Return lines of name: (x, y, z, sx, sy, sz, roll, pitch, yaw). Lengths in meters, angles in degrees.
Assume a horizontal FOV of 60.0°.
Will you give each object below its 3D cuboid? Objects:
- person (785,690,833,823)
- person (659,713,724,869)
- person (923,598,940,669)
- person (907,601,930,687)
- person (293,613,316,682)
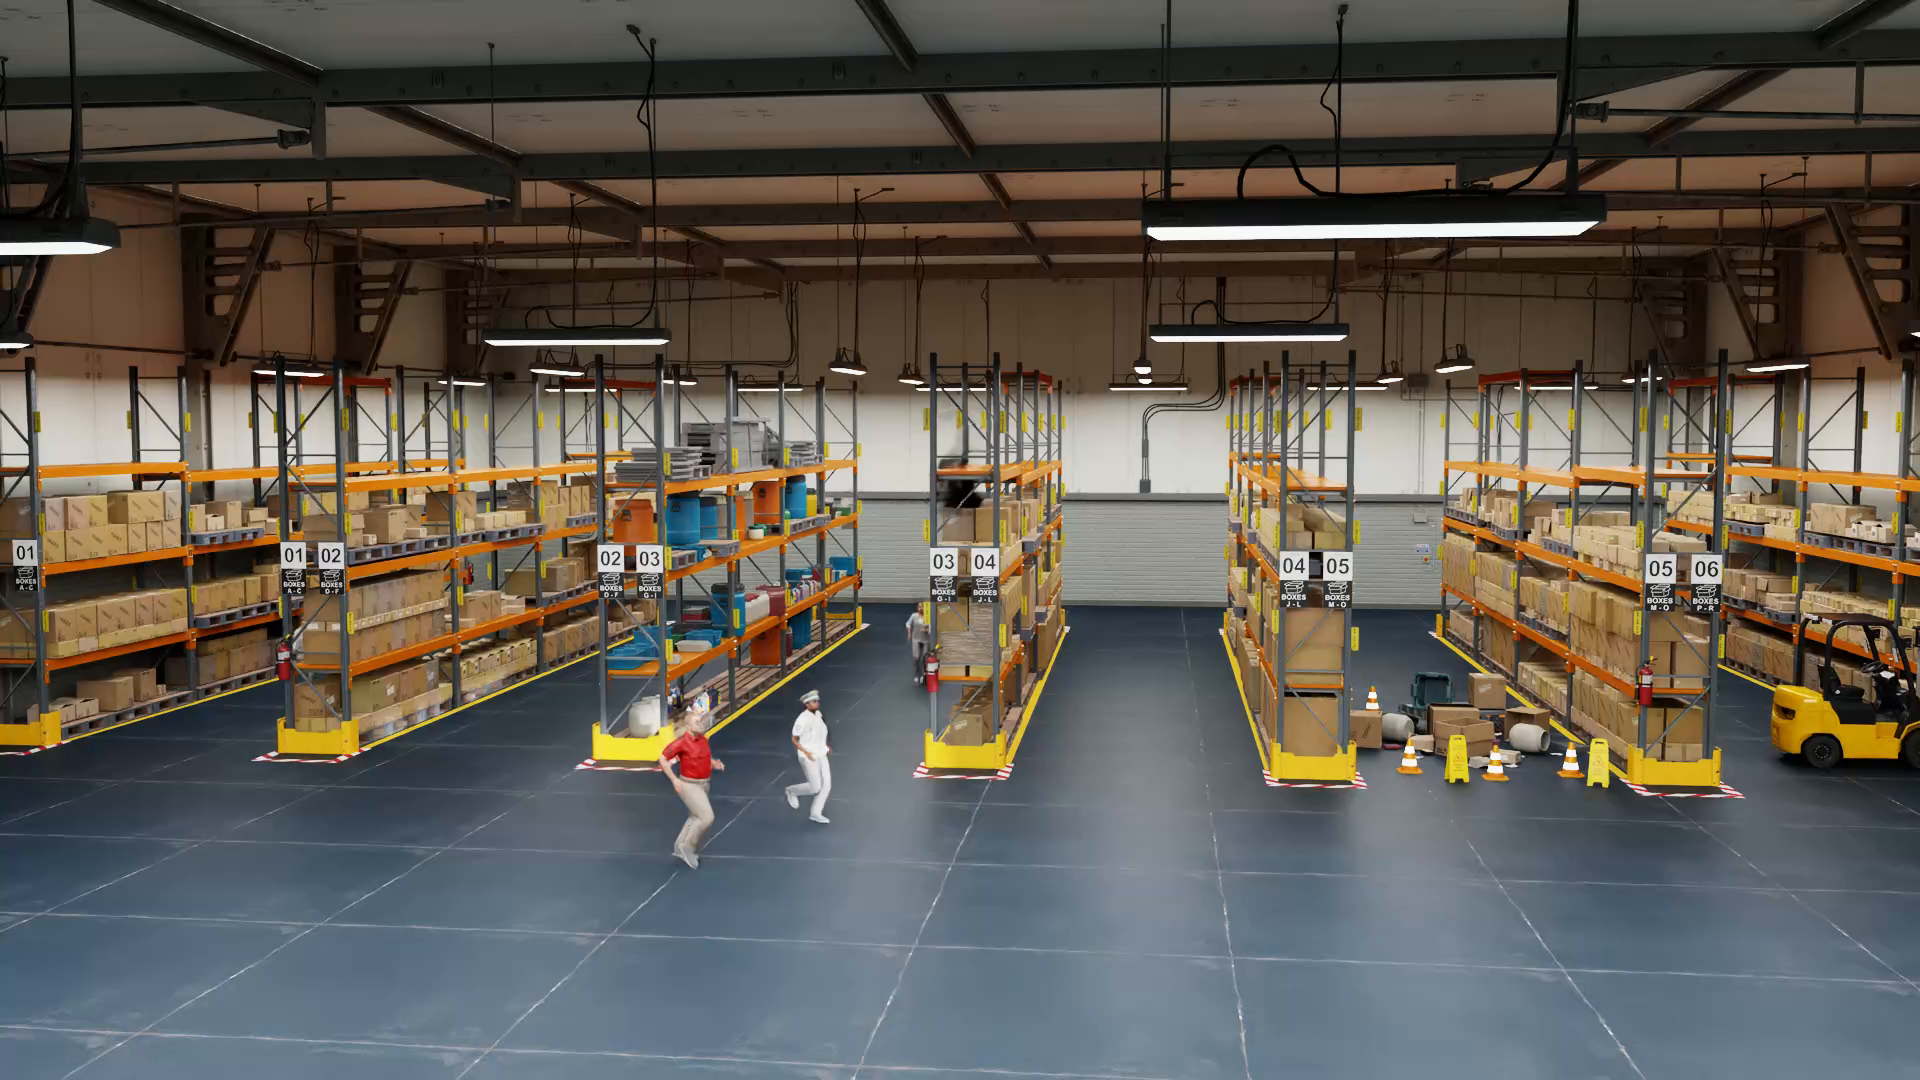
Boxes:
person: (-1.886, 2.704, 20.904, 0.612, 1.665, 0.575, 3, 5, 34)
person: (-2.968, 2.862, 18.761, 0.693, 1.666, 0.637, 2, 4, 22)
person: (-0.477, 1.909, 32.891, 0.613, 1.616, 0.909, -1, 4, -8)
person: (-0.758, 1.966, 31.632, 0.503, 1.617, 0.682, 0, 4, -4)
person: (-11.432, 2.061, 29.209, 0.600, 1.608, 0.892, -1, 4, -7)
